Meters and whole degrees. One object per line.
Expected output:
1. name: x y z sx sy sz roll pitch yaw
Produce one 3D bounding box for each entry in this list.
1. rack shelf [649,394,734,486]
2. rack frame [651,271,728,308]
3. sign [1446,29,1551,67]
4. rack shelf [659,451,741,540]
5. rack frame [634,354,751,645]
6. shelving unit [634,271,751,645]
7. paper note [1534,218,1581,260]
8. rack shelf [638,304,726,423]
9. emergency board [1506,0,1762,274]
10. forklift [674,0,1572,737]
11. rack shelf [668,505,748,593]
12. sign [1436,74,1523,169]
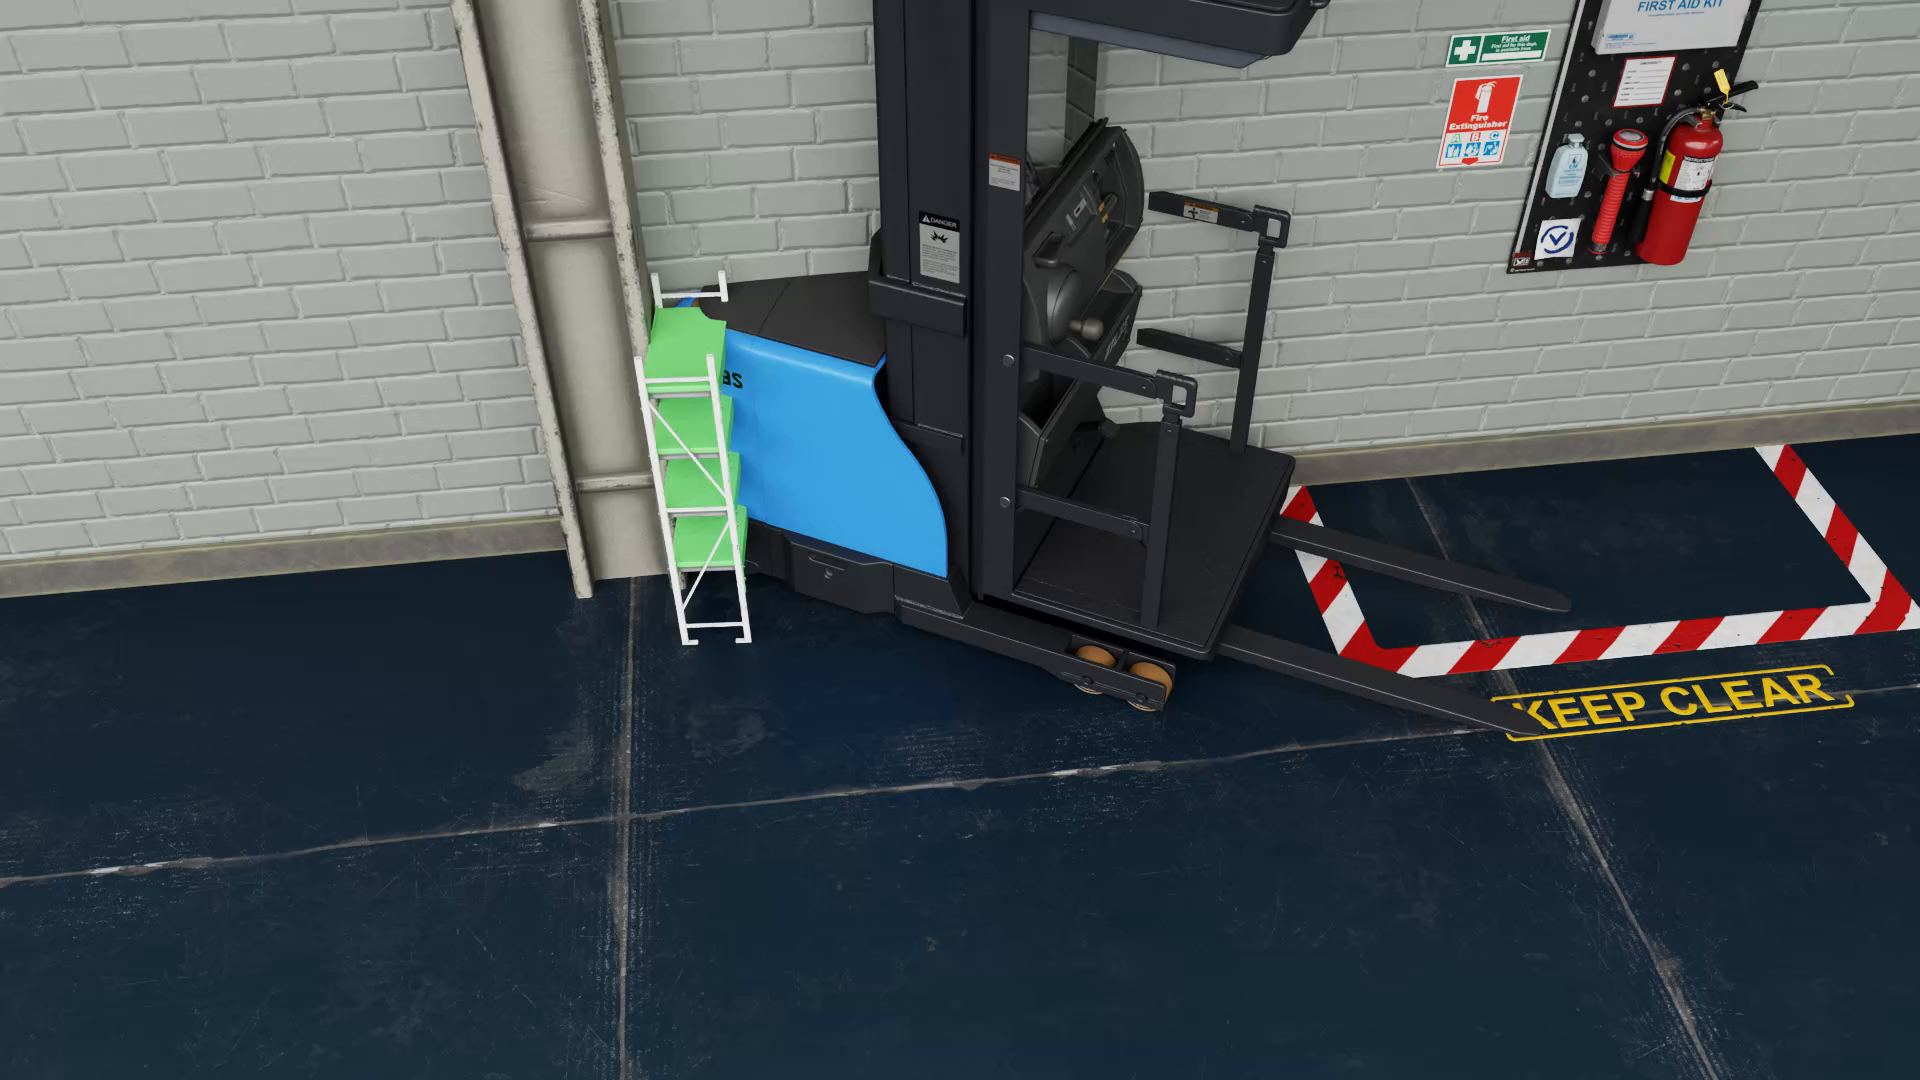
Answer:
1. rack shelf: -0.873 -0.391 5.521 0.258 0.148 0.480 -2 40 -1
2. rack frame: -0.880 -0.414 5.821 0.240 1.200 0.015 -2 40 -1
3. sign: 1.728 -1.579 5.339 0.331 0.109 0.001 -5 42 -6
4. rack shelf: -0.870 -0.208 5.676 0.258 0.148 0.480 -2 40 -1
5. rack frame: -0.862 -0.099 5.449 0.240 1.200 0.015 -2 40 -1
6. shelving unit: -0.871 -0.257 5.635 0.258 1.200 0.503 -2 40 -1
7. paper note: 2.100 -1.057 5.840 0.142 0.148 0.016 -5 42 -6
8. rack shelf: -0.877 -0.574 5.366 0.258 0.148 0.480 -2 40 -1
9. emergency board: 2.284 -1.354 5.511 0.643 1.169 0.194 -5 42 -6
10. forklift: 0.573 -0.920 5.081 3.031 2.935 1.130 16 45 17
11. rack shelf: -0.866 -0.025 5.831 0.258 0.148 0.480 -2 40 -1
12. sign: 1.722 -1.388 5.522 0.234 0.329 0.001 -5 42 -6
